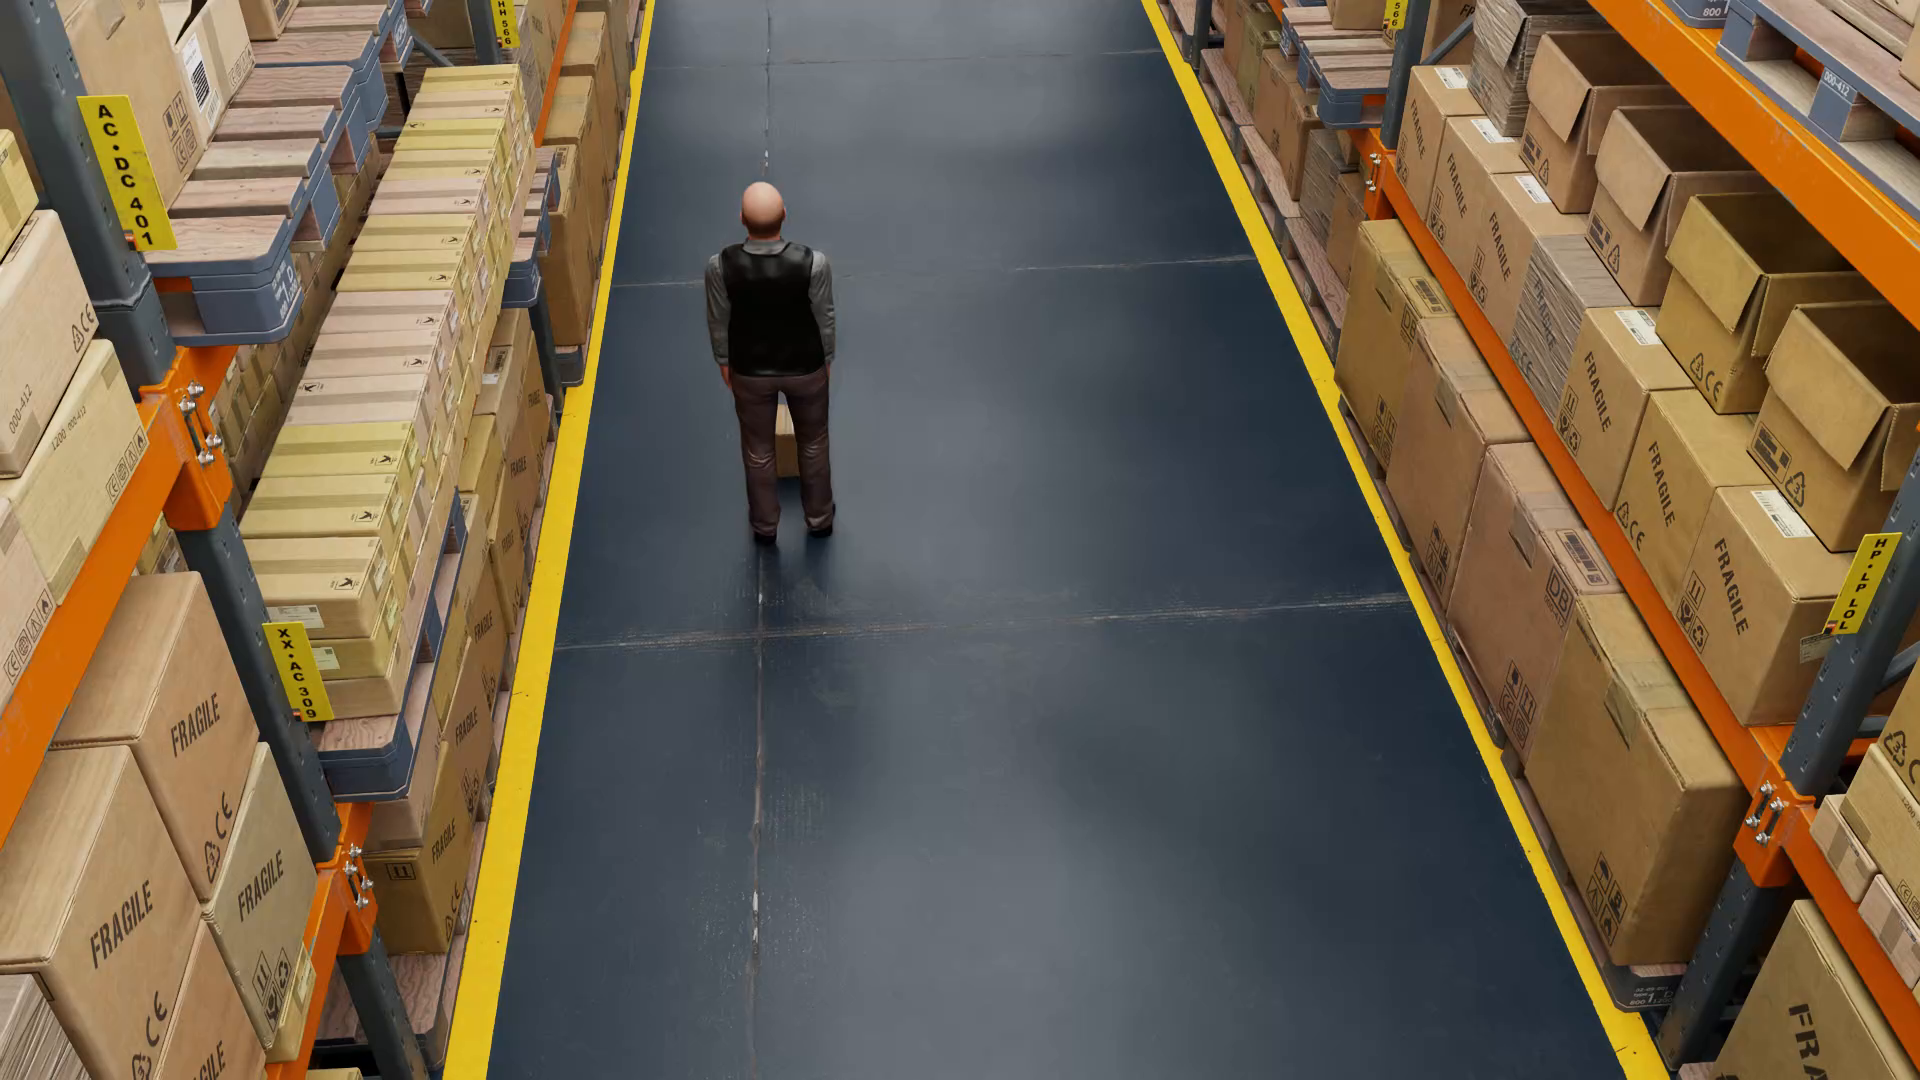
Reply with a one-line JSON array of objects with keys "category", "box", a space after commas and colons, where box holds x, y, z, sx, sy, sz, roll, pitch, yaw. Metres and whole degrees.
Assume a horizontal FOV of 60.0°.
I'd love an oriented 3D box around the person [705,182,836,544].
[{"category": "person", "box": [-0.788, -0.743, 7.104, 0.532, 1.723, 0.357, -2, 39, -3]}]
